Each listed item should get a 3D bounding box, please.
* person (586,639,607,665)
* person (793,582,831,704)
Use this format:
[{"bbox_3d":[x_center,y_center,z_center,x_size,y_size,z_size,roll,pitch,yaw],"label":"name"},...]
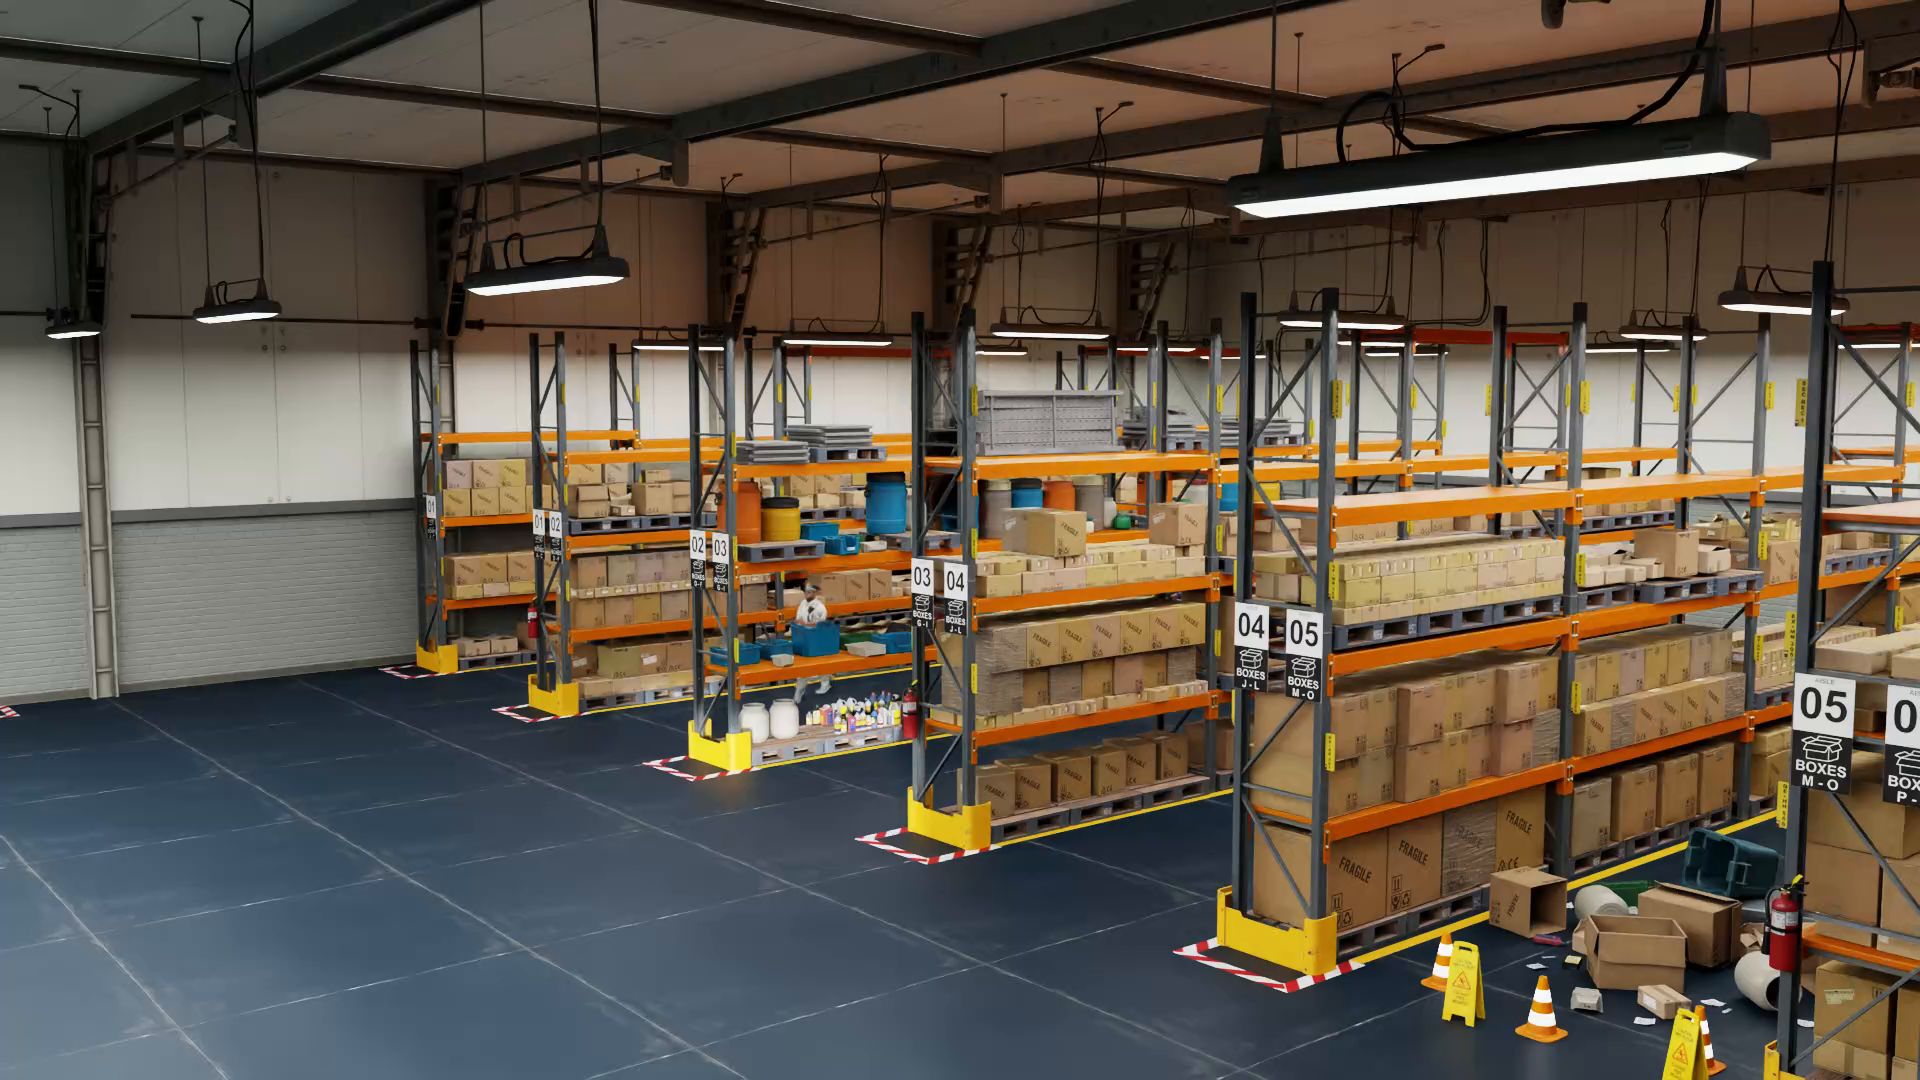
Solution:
[{"bbox_3d":[-6.247,1.703,28.586,0.606,1.662,0.923,5,7,43],"label":"person"},{"bbox_3d":[-2.358,1.607,26.053,0.634,1.907,0.742,4,6,34],"label":"person"}]
